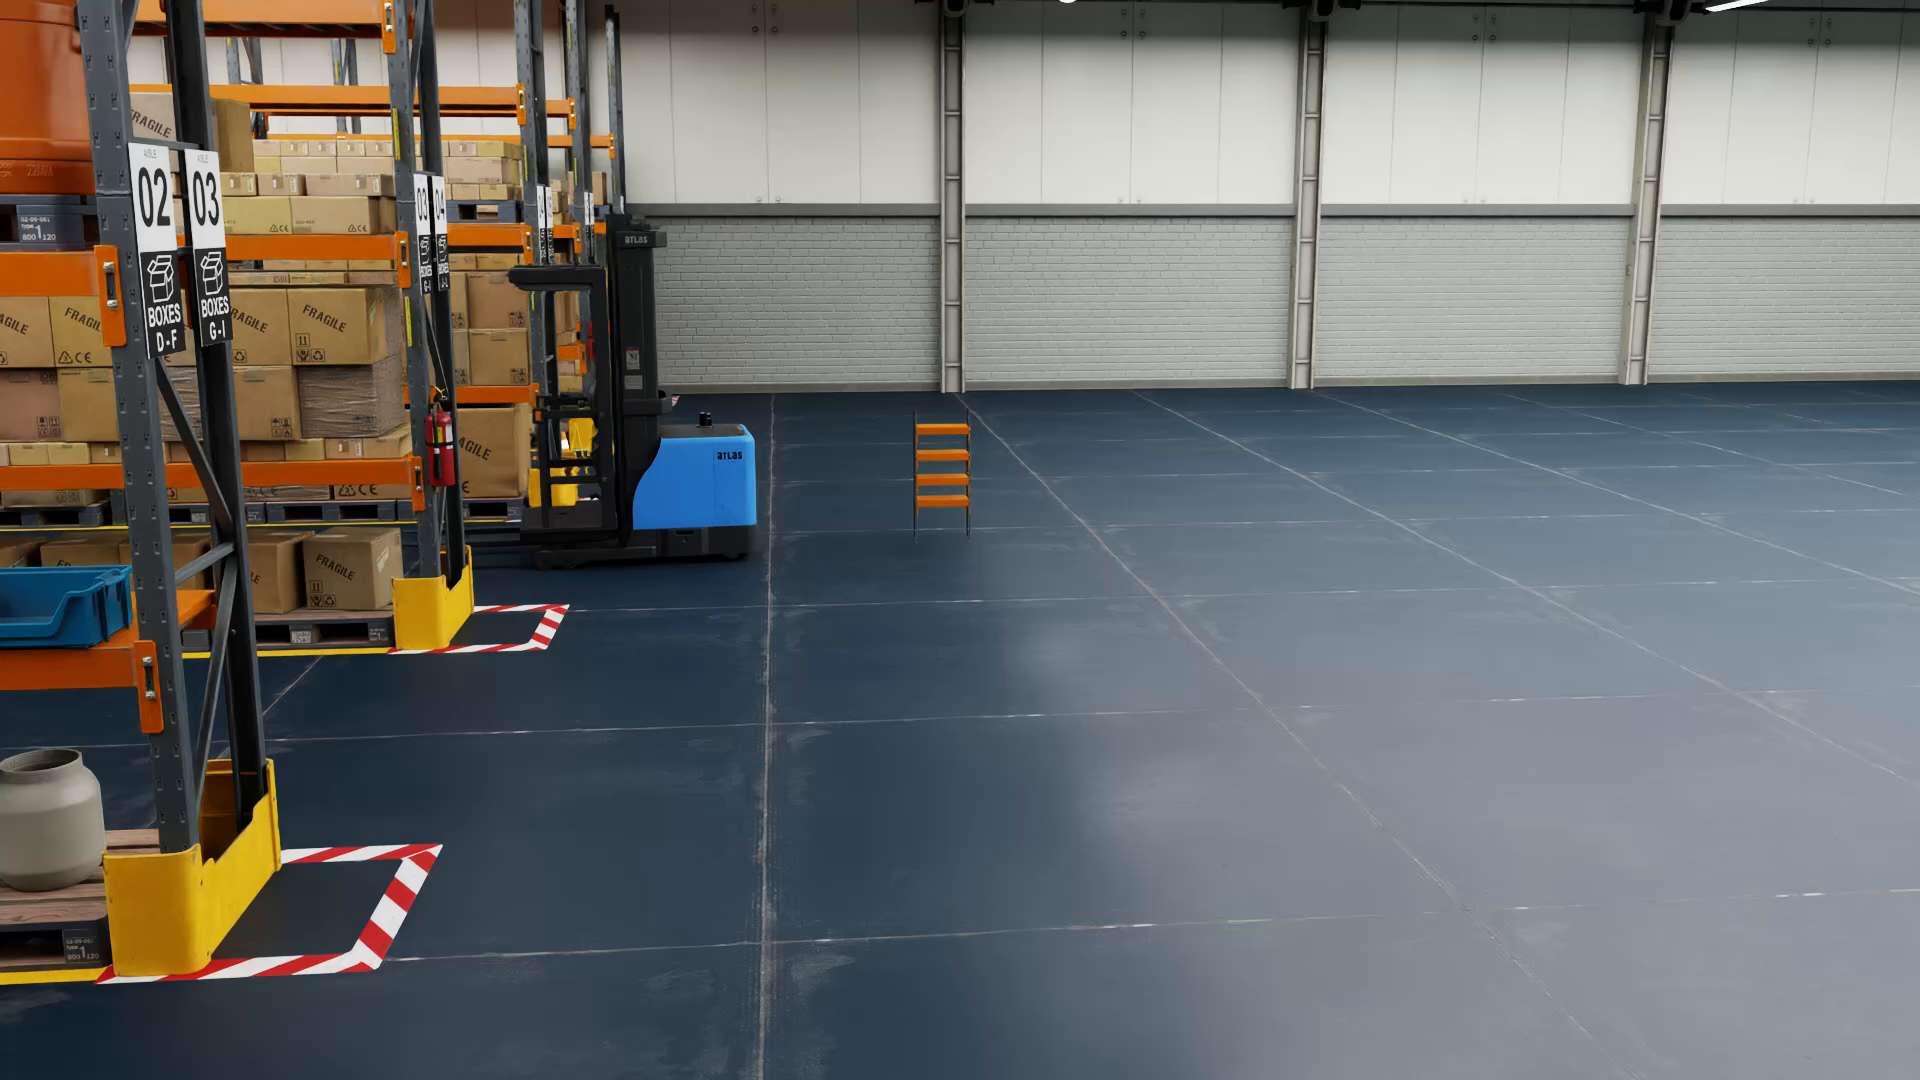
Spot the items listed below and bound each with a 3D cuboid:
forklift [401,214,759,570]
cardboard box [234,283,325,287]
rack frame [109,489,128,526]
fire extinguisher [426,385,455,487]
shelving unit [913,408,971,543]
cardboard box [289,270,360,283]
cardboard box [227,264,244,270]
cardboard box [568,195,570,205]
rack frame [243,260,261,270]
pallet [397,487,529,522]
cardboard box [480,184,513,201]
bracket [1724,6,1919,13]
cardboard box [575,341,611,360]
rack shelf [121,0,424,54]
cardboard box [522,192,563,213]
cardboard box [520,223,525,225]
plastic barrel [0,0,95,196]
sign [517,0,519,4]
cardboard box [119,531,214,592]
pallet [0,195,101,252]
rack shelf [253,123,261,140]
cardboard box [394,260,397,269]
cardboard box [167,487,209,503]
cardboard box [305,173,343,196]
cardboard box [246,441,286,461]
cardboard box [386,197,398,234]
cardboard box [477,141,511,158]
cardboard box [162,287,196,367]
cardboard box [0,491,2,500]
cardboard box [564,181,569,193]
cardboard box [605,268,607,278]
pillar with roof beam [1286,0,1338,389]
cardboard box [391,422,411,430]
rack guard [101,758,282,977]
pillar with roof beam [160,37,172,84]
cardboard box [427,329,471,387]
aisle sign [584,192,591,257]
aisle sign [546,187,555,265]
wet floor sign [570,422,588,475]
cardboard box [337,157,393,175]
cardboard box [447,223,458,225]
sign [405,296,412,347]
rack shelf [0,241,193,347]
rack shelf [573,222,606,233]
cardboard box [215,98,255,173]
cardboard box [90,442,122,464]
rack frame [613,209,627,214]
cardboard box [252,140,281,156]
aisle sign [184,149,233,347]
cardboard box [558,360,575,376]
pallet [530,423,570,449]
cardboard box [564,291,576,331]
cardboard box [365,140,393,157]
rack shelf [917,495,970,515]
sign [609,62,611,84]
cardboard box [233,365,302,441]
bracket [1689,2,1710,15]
[{"bbox_3d":[-3.319,-1.299,14.257,3.031,2.935,1.130,-2,11,-12],"label":"forklift"},{"bbox_3d":[-4.767,-1.548,11.728,0.500,0.500,0.500,-1,11,-6],"label":"cardboard box"},{"bbox_3d":[-8.105,-1.701,16.126,0.127,3.000,1.000,-1,11,-6],"label":"rack frame"},{"bbox_3d":[-3.530,-0.707,11.271,0.183,0.674,0.296,-1,11,-6],"label":"fire extinguisher"},{"bbox_3d":[-0.165,-0.585,15.117,0.503,1.200,0.258,-1,11,-6],"label":"shelving unit"},{"bbox_3d":[-6.123,-2.337,16.172,0.500,0.550,0.875,-1,11,-6],"label":"cardboard box"},{"bbox_3d":[-9.246,-3.426,21.098,0.250,0.149,0.380,-1,11,-6],"label":"cardboard box"},{"bbox_3d":[-6.094,-5.211,25.510,0.250,0.149,0.380,-2,11,-8],"label":"cardboard box"},{"bbox_3d":[-8.740,-2.648,20.944,0.127,3.000,1.000,-1,11,-6],"label":"rack frame"},{"bbox_3d":[-4.915,-0.384,16.658,1.213,0.211,1.003,-1,11,-6],"label":"pallet"},{"bbox_3d":[-4.422,-3.316,15.869,0.250,0.149,0.380,-1,11,-6],"label":"cardboard box"},{"bbox_3d":[14.831,-8.921,27.969,4.783,0.066,0.076,-1,11,-6],"label":"bracket"},{"bbox_3d":[-5.727,-2.961,25.985,0.500,0.250,0.500,-1,11,-4],"label":"cardboard box"},{"bbox_3d":[-5.682,-3.378,10.980,4.000,0.370,1.077,-1,11,-6],"label":"rack shelf"},{"bbox_3d":[-5.243,-4.213,20.747,0.500,0.250,0.500,-1,11,-7],"label":"cardboard box"},{"bbox_3d":[-5.332,-4.008,20.734,0.250,0.149,0.380,-1,11,-6],"label":"cardboard box"},{"bbox_3d":[-3.628,-1.735,6.323,0.708,0.830,0.600,-1,11,-6],"label":"plastic barrel"},{"bbox_3d":[-4.084,-5.121,15.343,0.005,0.325,0.100,-1,11,-6],"label":"sign"},{"bbox_3d":[-5.531,0.228,11.707,0.500,0.500,0.500,0,11,-1],"label":"cardboard box"},{"bbox_3d":[-3.991,-1.262,6.606,1.213,0.211,1.003,-1,11,-6],"label":"pallet"},{"bbox_3d":[-10.728,-5.001,20.262,4.000,0.370,1.077,-1,11,-6],"label":"rack shelf"},{"bbox_3d":[-6.759,-3.341,20.848,0.500,0.500,0.700,-1,11,-6],"label":"cardboard box"},{"bbox_3d":[-7.472,-0.864,16.289,0.875,0.875,0.875,-1,11,-5],"label":"cardboard box"},{"bbox_3d":[-4.207,-2.376,11.141,0.250,0.149,0.380,-2,11,-8],"label":"cardboard box"},{"bbox_3d":[-4.696,-0.640,11.380,0.250,0.149,0.380,-1,11,-6],"label":"cardboard box"},{"bbox_3d":[-4.200,-2.269,11.627,0.500,0.250,0.500,-1,11,-4],"label":"cardboard box"},{"bbox_3d":[-4.427,-3.707,15.791,0.250,0.149,0.380,-1,11,-6],"label":"cardboard box"},{"bbox_3d":[-5.207,-1.436,11.158,0.500,0.500,0.500,-1,11,-6],"label":"cardboard box"},{"bbox_3d":[-9.672,-0.754,16.051,0.750,0.750,1.050,-1,11,-6],"label":"cardboard box"},{"bbox_3d":[-5.139,-4.503,21.187,0.250,0.149,0.380,-1,11,-6],"label":"cardboard box"},{"bbox_3d":[-5.637,-4.149,25.865,0.250,0.149,0.380,-1,11,-6],"label":"cardboard box"},{"bbox_3d":[6.302,-6.210,23.508,0.548,9.000,9.100,-1,11,-6],"label":"pillar with roof beam"},{"bbox_3d":[-4.002,-0.748,11.928,0.250,0.149,0.380,-1,11,-6],"label":"cardboard box"},{"bbox_3d":[-3.229,1.356,7.057,0.348,0.500,1.175,-1,11,-6],"label":"rack guard"},{"bbox_3d":[-11.593,-5.835,21.601,0.548,9.000,9.100,-1,11,-6],"label":"pillar with roof beam"},{"bbox_3d":[-5.037,-1.826,16.373,0.550,0.550,0.875,-1,11,-6],"label":"cardboard box"},{"bbox_3d":[-4.671,-3.953,20.841,0.004,0.787,0.394,-1,11,-6],"label":"aisle sign"},{"bbox_3d":[-4.090,-3.119,16.600,0.004,0.787,0.394,-1,11,-6],"label":"aisle sign"},{"bbox_3d":[-4.313,-1.009,18.712,0.232,0.644,0.267,-3,12,-16],"label":"wet floor sign"},{"bbox_3d":[-5.581,-3.499,15.767,0.500,0.250,0.500,-1,11,-6],"label":"cardboard box"},{"bbox_3d":[-6.364,-3.998,20.684,0.250,0.149,0.380,-2,11,-8],"label":"cardboard box"},{"bbox_3d":[-3.653,-1.447,11.015,0.005,0.325,0.100,-1,11,-6],"label":"sign"},{"bbox_3d":[-5.147,-0.958,6.438,4.000,0.370,1.077,-1,11,-6],"label":"rack shelf"},{"bbox_3d":[-7.292,-4.760,25.778,4.000,0.370,1.077,-1,11,-6],"label":"rack shelf"},{"bbox_3d":[-5.198,-2.764,11.431,0.500,0.500,0.500,-1,11,-6],"label":"cardboard box"},{"bbox_3d":[-5.690,-0.619,11.274,0.250,0.149,0.380,-1,11,-6],"label":"cardboard box"},{"bbox_3d":[-5.303,-3.683,26.210,0.127,3.000,1.000,-1,11,-6],"label":"rack frame"},{"bbox_3d":[-6.441,-3.665,15.577,0.250,0.149,0.380,-1,11,-6],"label":"cardboard box"},{"bbox_3d":[-3.118,-1.214,6.912,0.004,0.787,0.394,-1,11,-6],"label":"aisle sign"},{"bbox_3d":[-6.253,-2.707,25.987,0.500,0.250,0.500,-1,11,-7],"label":"cardboard box"},{"bbox_3d":[-5.650,-1.352,21.577,1.213,0.211,1.003,-1,11,-6],"label":"pallet"},{"bbox_3d":[-5.264,-2.970,21.550,0.500,0.500,0.500,-1,11,-7],"label":"cardboard box"},{"bbox_3d":[-5.435,-3.686,15.685,0.250,0.149,0.380,-1,11,-6],"label":"cardboard box"},{"bbox_3d":[-0.165,-0.324,15.168,0.480,0.148,0.258,-1,11,-6],"label":"rack shelf"},{"bbox_3d":[-5.259,-7.020,25.002,0.005,0.325,0.100,-1,11,-6],"label":"sign"},{"bbox_3d":[-4.727,-0.986,11.461,0.500,0.500,0.875,-1,11,-6],"label":"cardboard box"},{"bbox_3d":[12.253,-8.867,27.694,0.430,0.232,0.235,-1,11,-6],"label":"bracket"}]
